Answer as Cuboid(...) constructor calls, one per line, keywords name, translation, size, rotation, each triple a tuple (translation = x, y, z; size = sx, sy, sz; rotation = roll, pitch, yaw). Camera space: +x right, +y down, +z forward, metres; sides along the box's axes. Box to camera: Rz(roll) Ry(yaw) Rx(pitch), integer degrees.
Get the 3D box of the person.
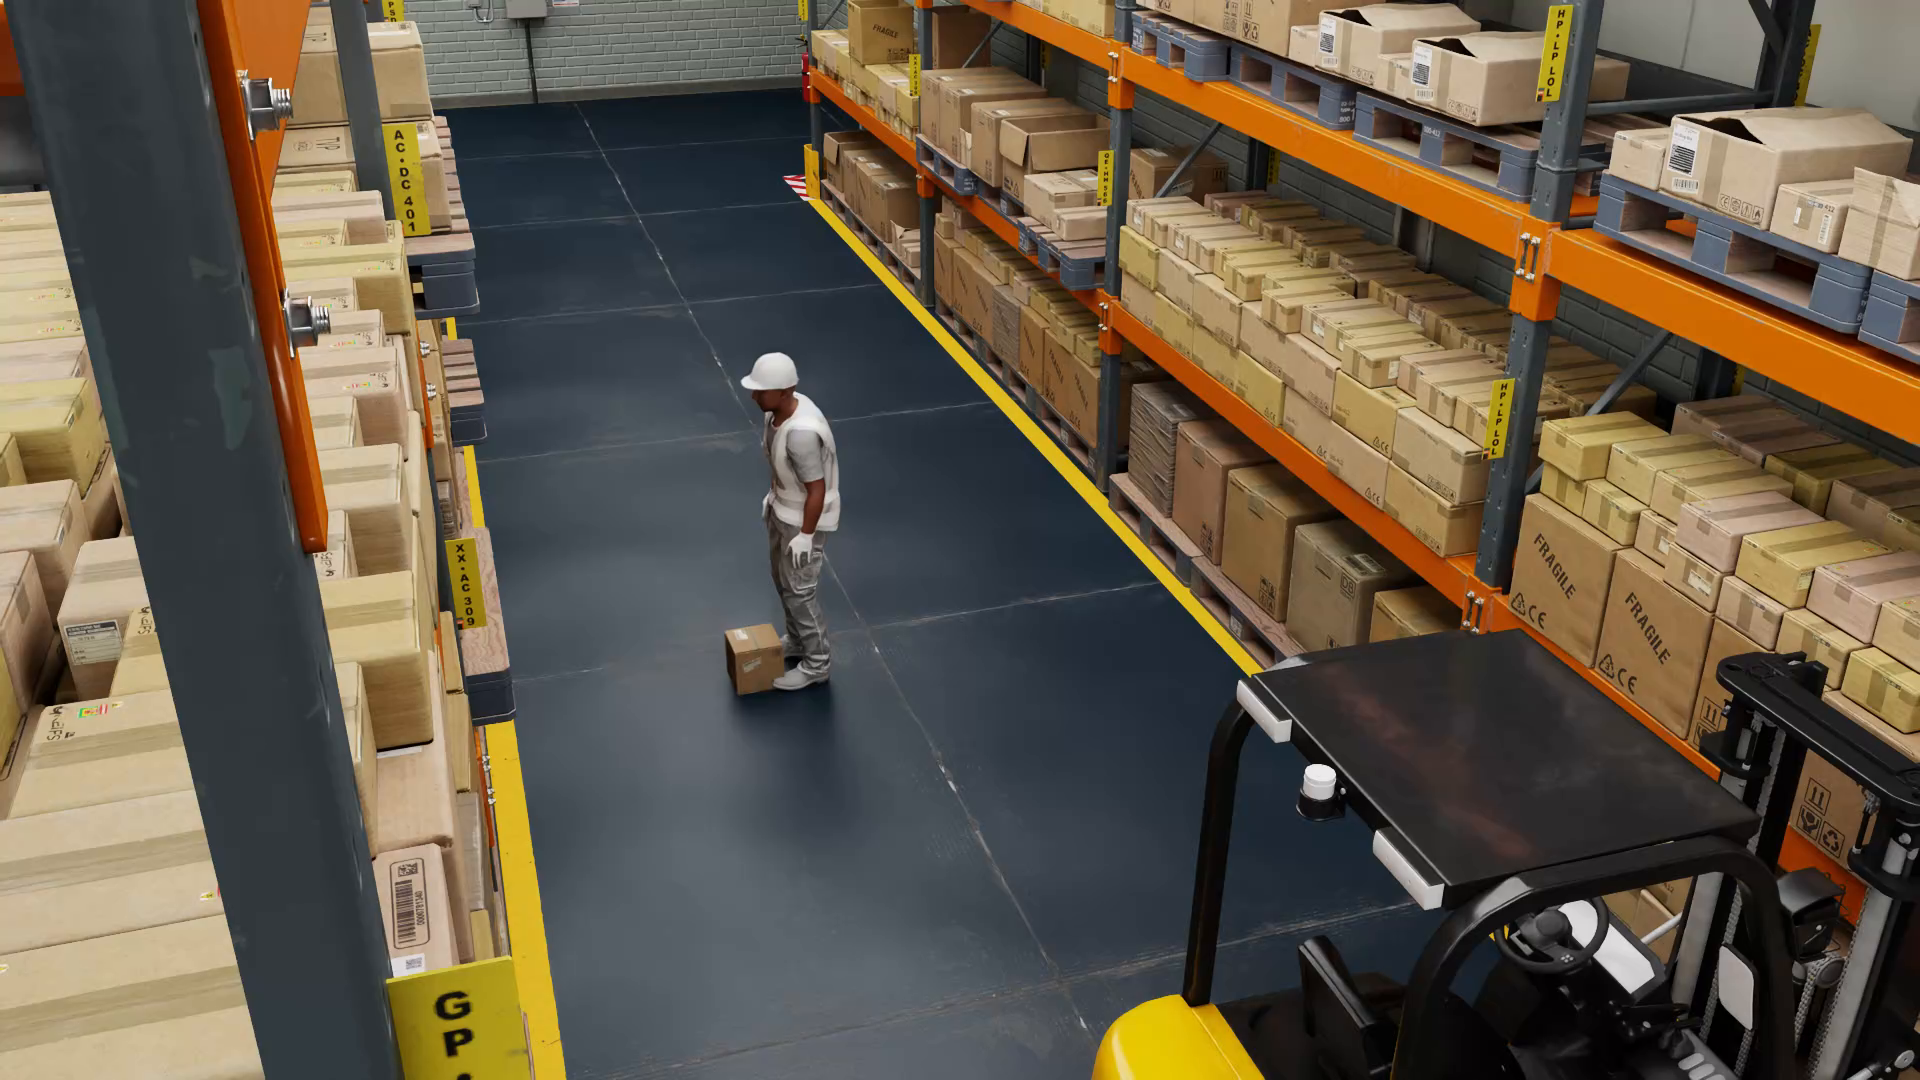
Cuboid(name="person", translation=(-0.836, -0.106, 8.319), size=(0.446, 1.774, 0.604), rotation=(-9, 28, -18))
